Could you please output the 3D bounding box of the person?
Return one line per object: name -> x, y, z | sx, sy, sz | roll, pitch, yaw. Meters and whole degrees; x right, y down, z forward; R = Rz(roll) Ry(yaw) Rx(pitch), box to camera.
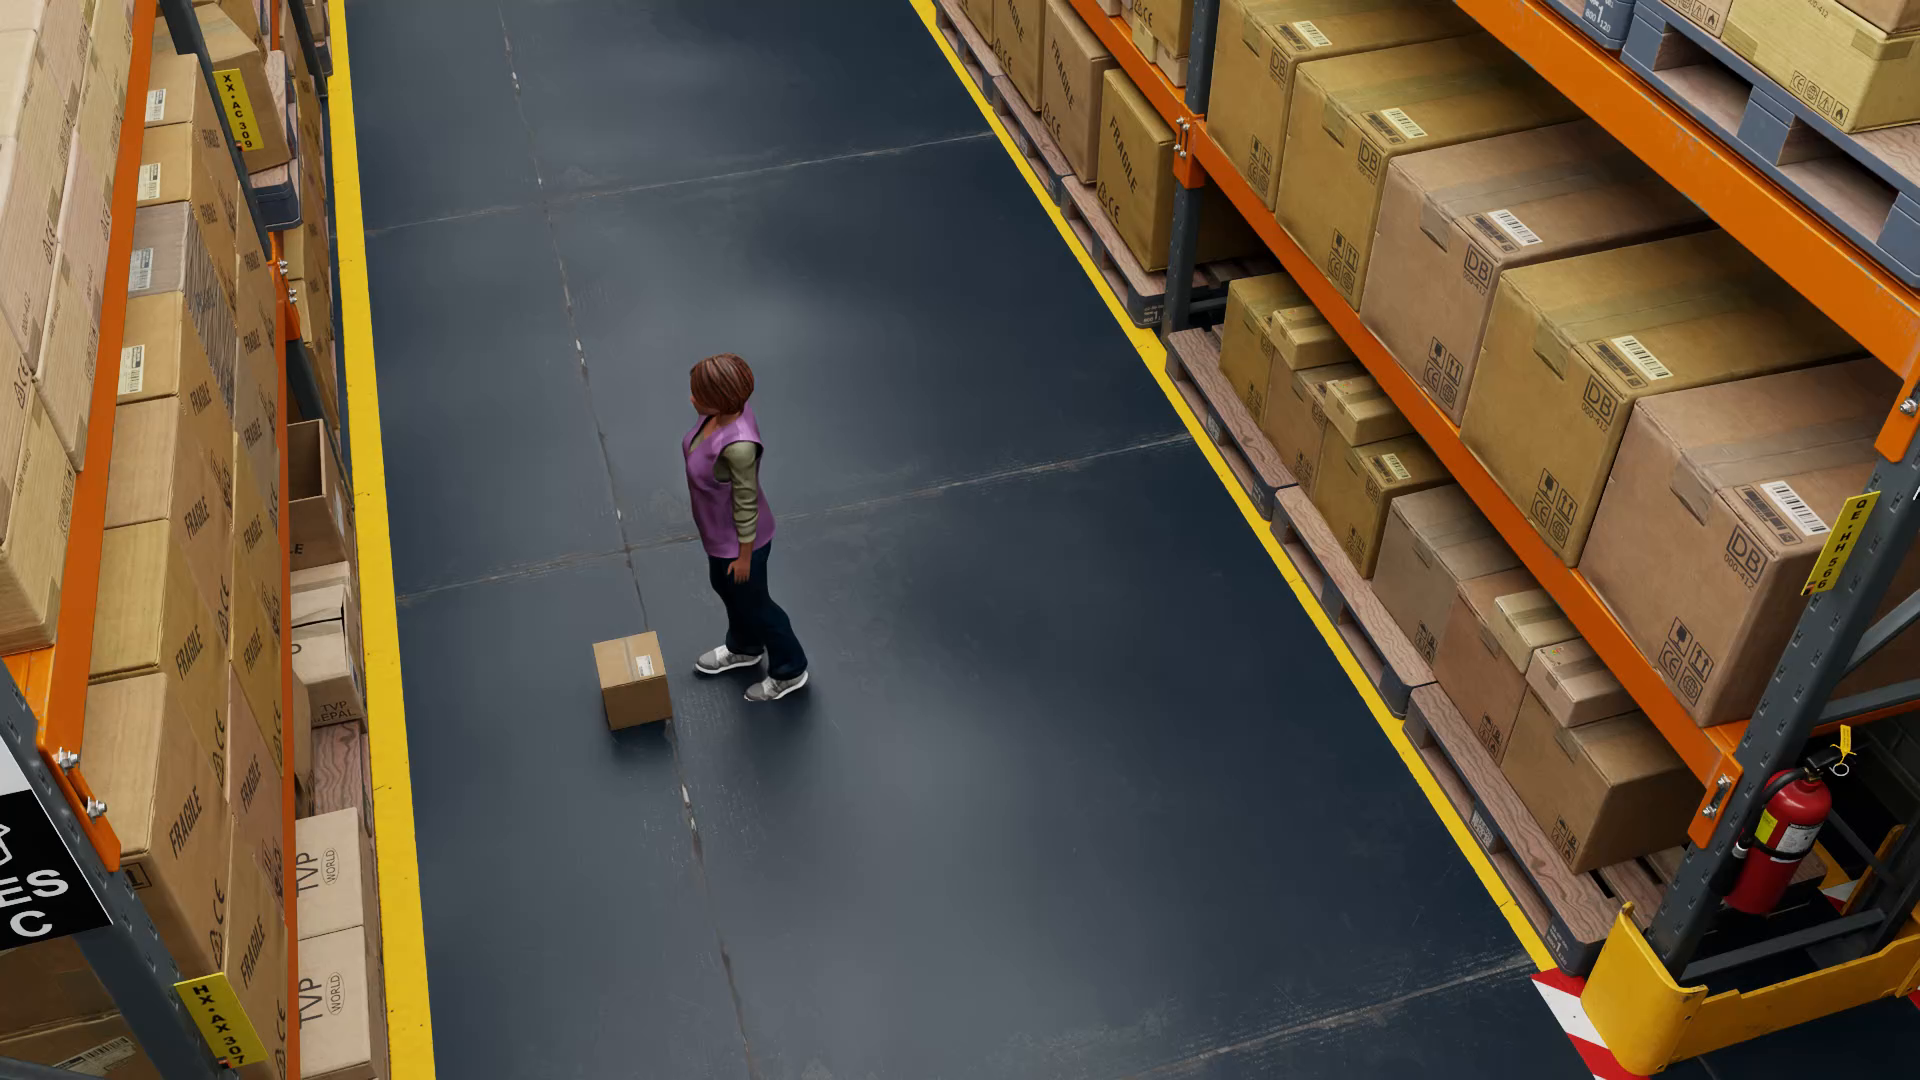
person -> -0.840, -0.022, 6.209 | 0.429, 1.629, 0.415 | -11, 44, -12
